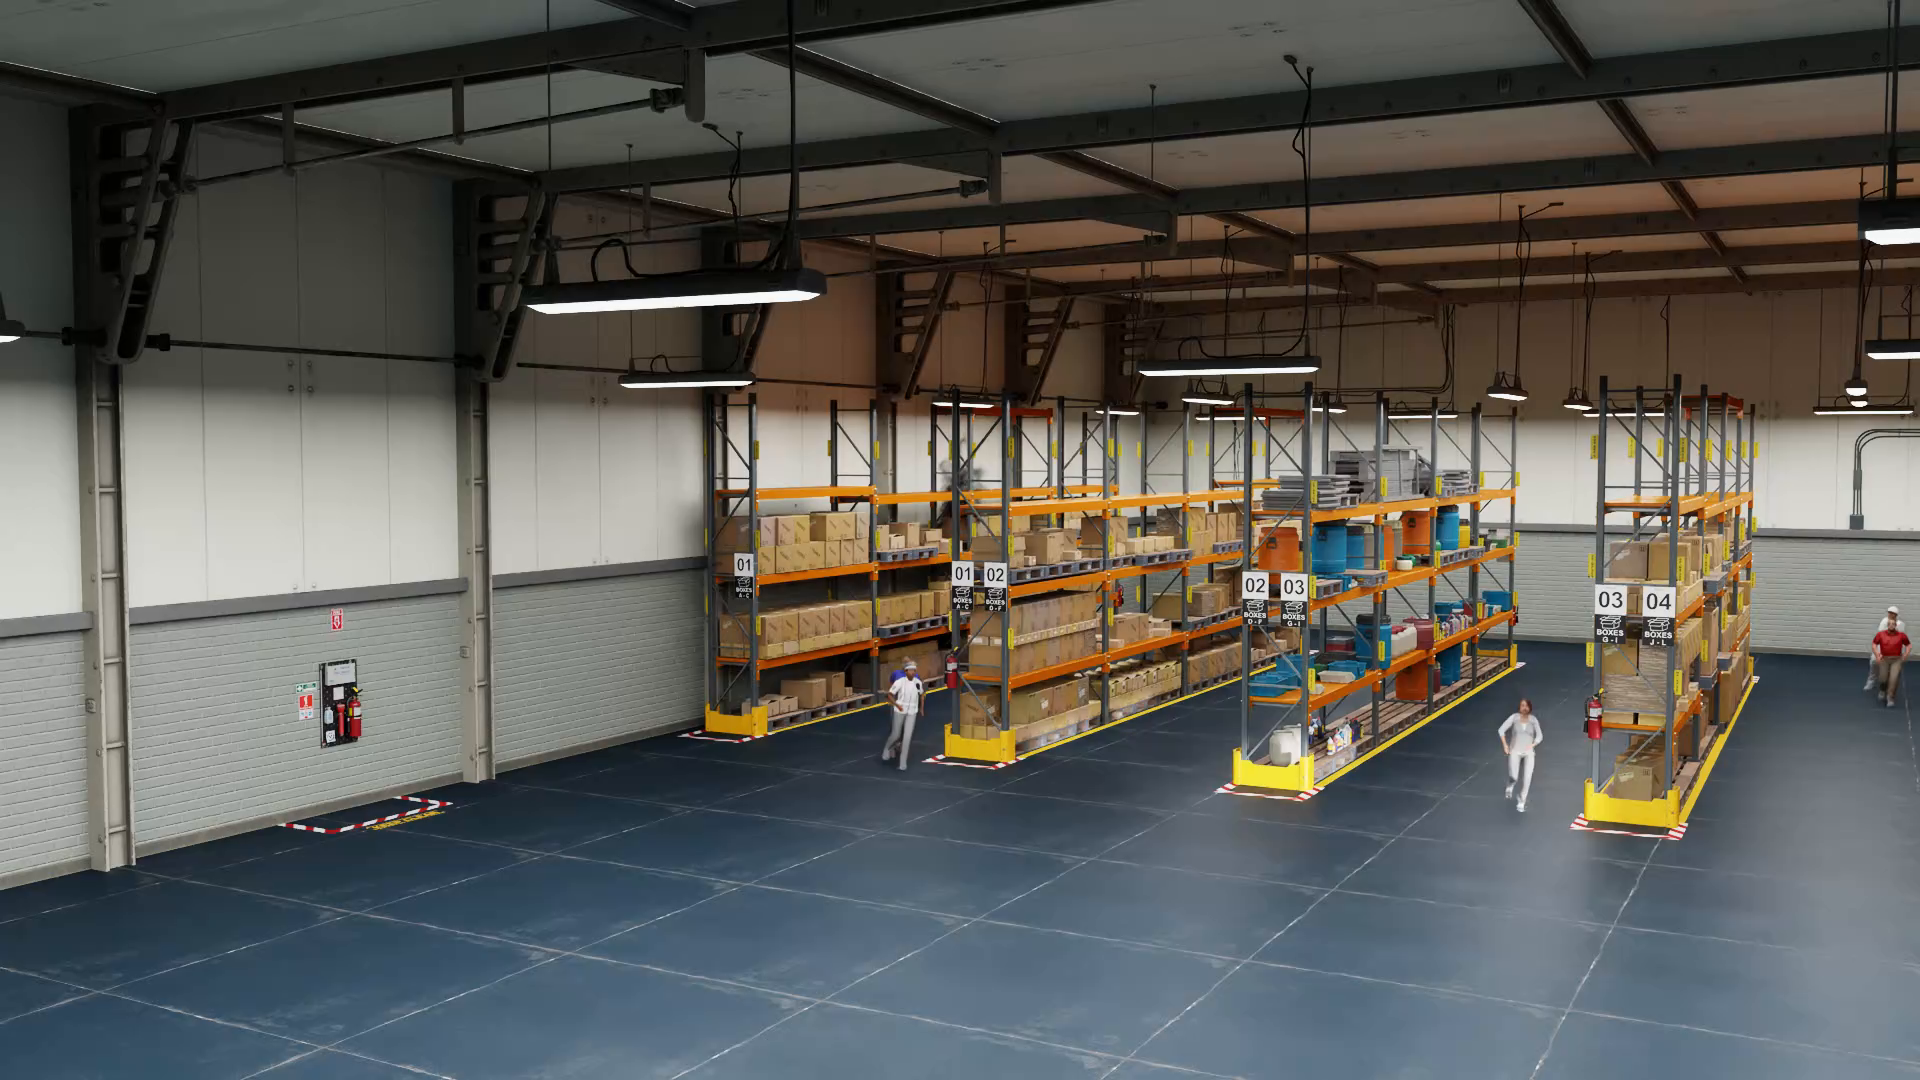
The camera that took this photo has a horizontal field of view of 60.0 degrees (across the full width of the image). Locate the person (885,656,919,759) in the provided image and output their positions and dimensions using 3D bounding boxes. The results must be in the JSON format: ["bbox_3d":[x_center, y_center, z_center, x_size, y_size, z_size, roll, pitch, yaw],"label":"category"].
[{"bbox_3d":[-0.929,2.728,27.316,0.601,1.646,0.749,0,3,8],"label":"person"}]

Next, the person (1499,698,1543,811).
[{"bbox_3d":[7.827,2.990,23.206,0.572,1.572,0.509,0,3,9],"label":"person"}]

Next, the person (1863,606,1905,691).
[{"bbox_3d":[19.280,2.253,34.529,0.861,1.772,0.722,-2,3,-28],"label":"person"}]

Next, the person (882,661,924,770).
[{"bbox_3d":[-0.838,2.746,26.308,0.653,1.660,0.879,-1,3,-16],"label":"person"}]

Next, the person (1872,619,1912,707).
[{"bbox_3d":[18.314,2.401,32.691,0.685,1.699,0.622,2,4,29],"label":"person"}]
